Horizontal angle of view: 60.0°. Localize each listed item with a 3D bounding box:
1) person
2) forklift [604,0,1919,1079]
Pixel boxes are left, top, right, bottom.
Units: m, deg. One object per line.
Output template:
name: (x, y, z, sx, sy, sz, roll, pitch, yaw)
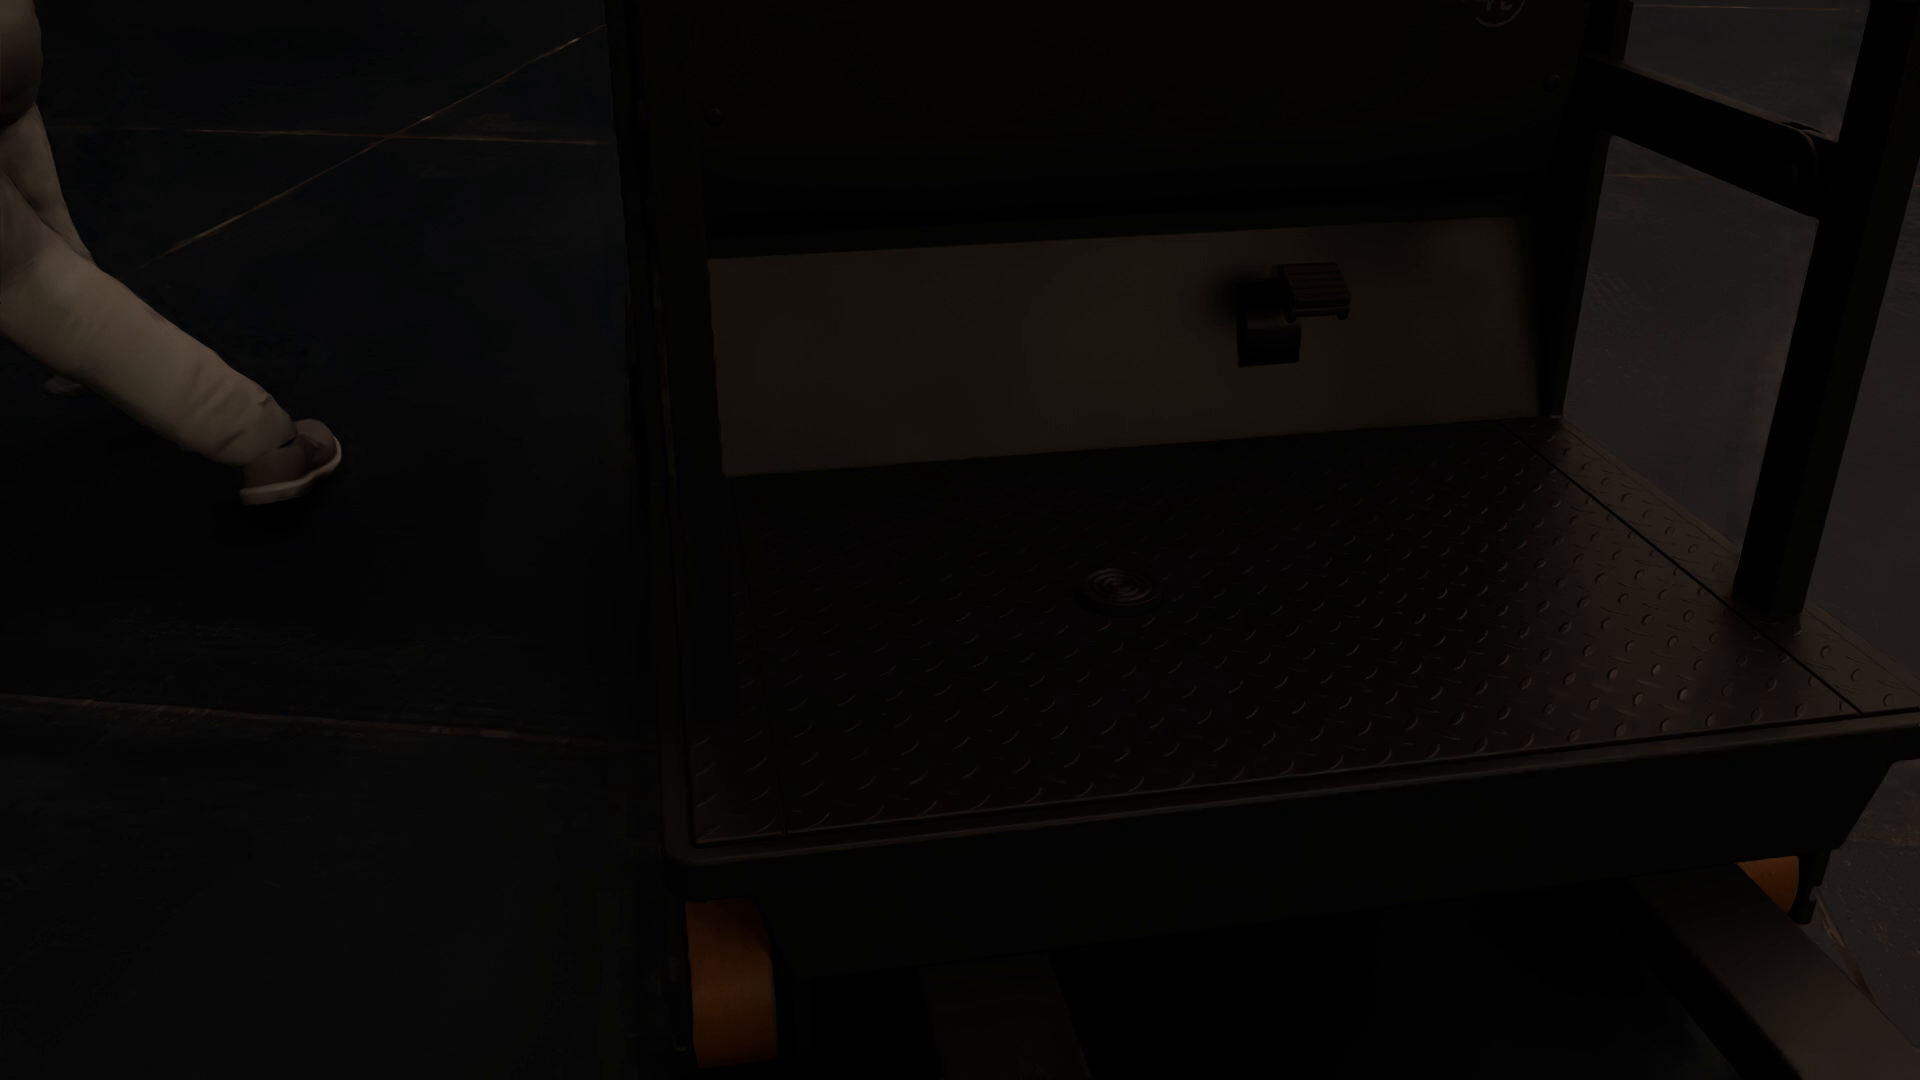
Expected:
person: (-1.459, -0.803, 2.419, 1.000, 1.516, 0.935, -13, 29, -24)
forklift: (0.229, -1.006, 1.233, 1.130, 2.935, 3.031, -5, 27, -10)
